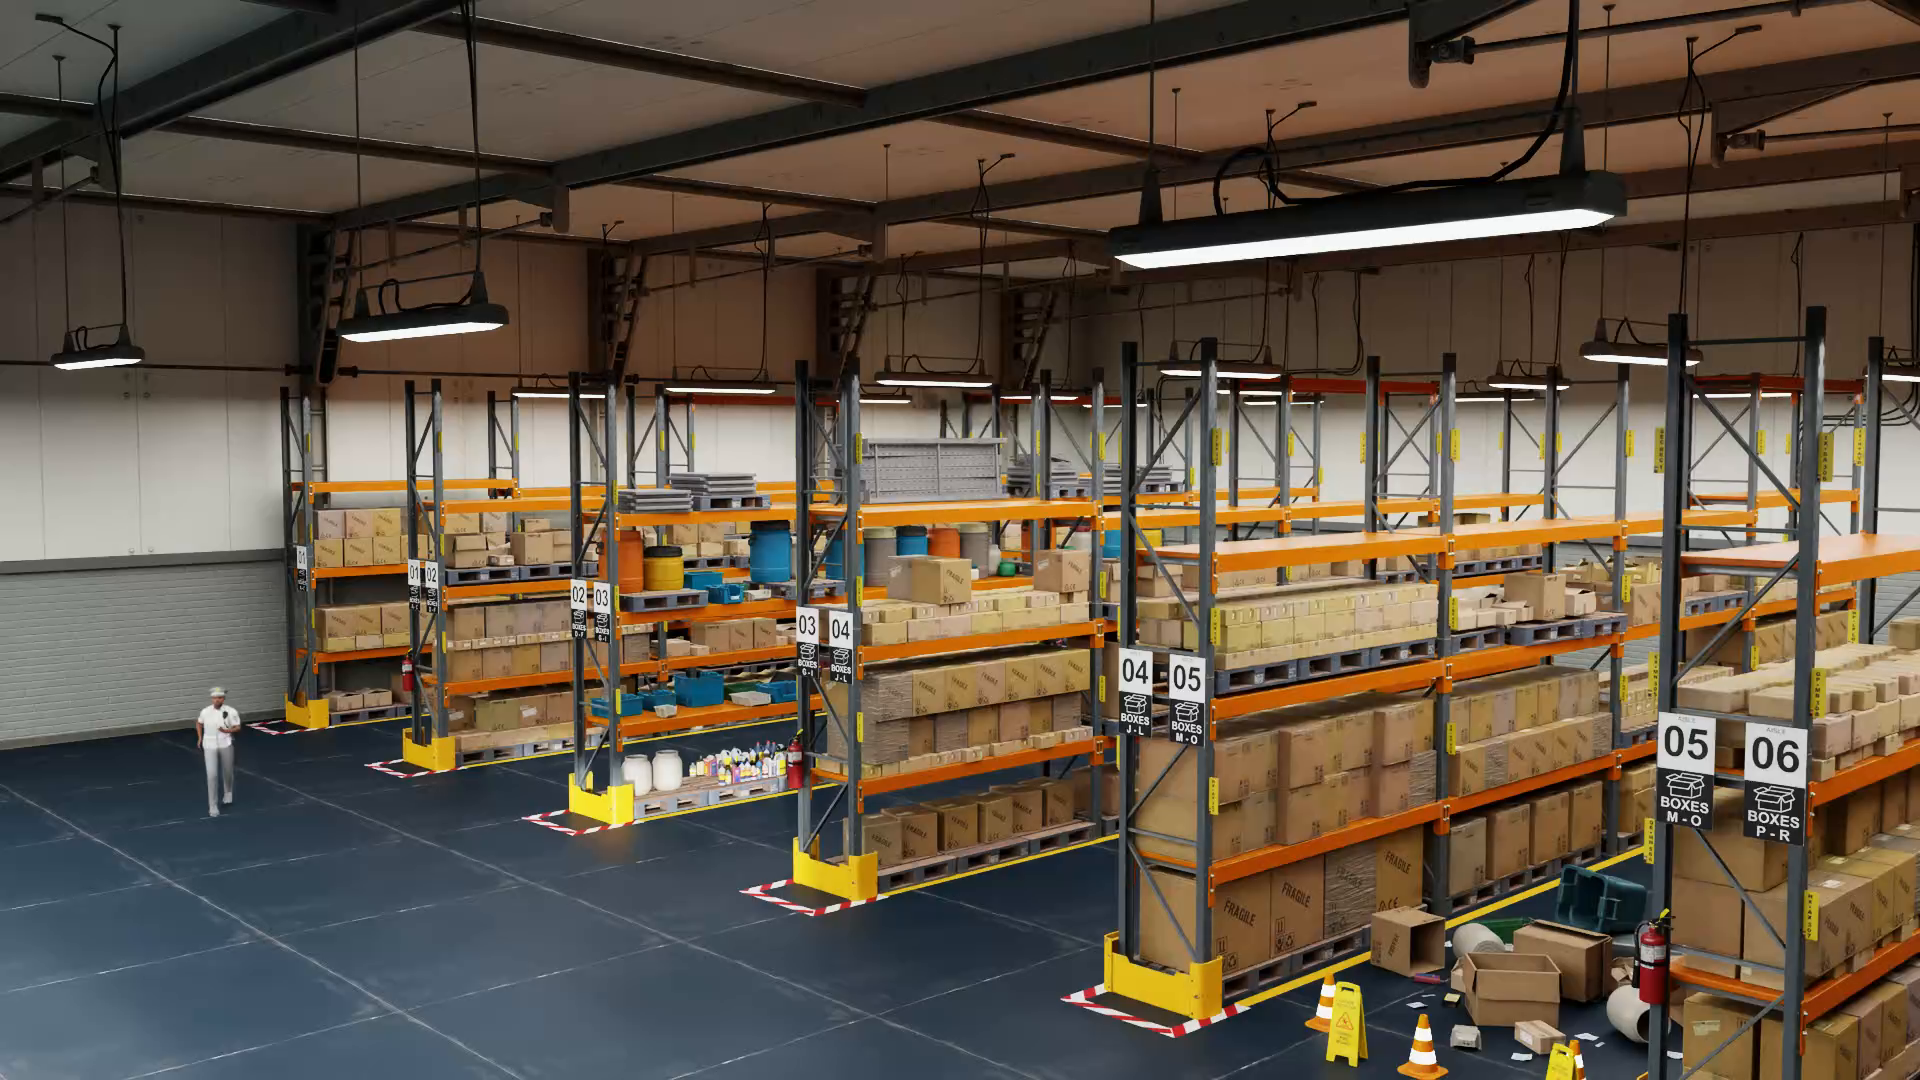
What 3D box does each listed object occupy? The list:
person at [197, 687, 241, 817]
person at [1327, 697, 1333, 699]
[{"bbox_3d":[-10.128,2.844,22.728,0.569,1.700,0.926,-1,4,-21],"label":"person"},{"bbox_3d":[5.071,2.943,22.624,0.588,1.638,0.979,3,5,42],"label":"person"}]
